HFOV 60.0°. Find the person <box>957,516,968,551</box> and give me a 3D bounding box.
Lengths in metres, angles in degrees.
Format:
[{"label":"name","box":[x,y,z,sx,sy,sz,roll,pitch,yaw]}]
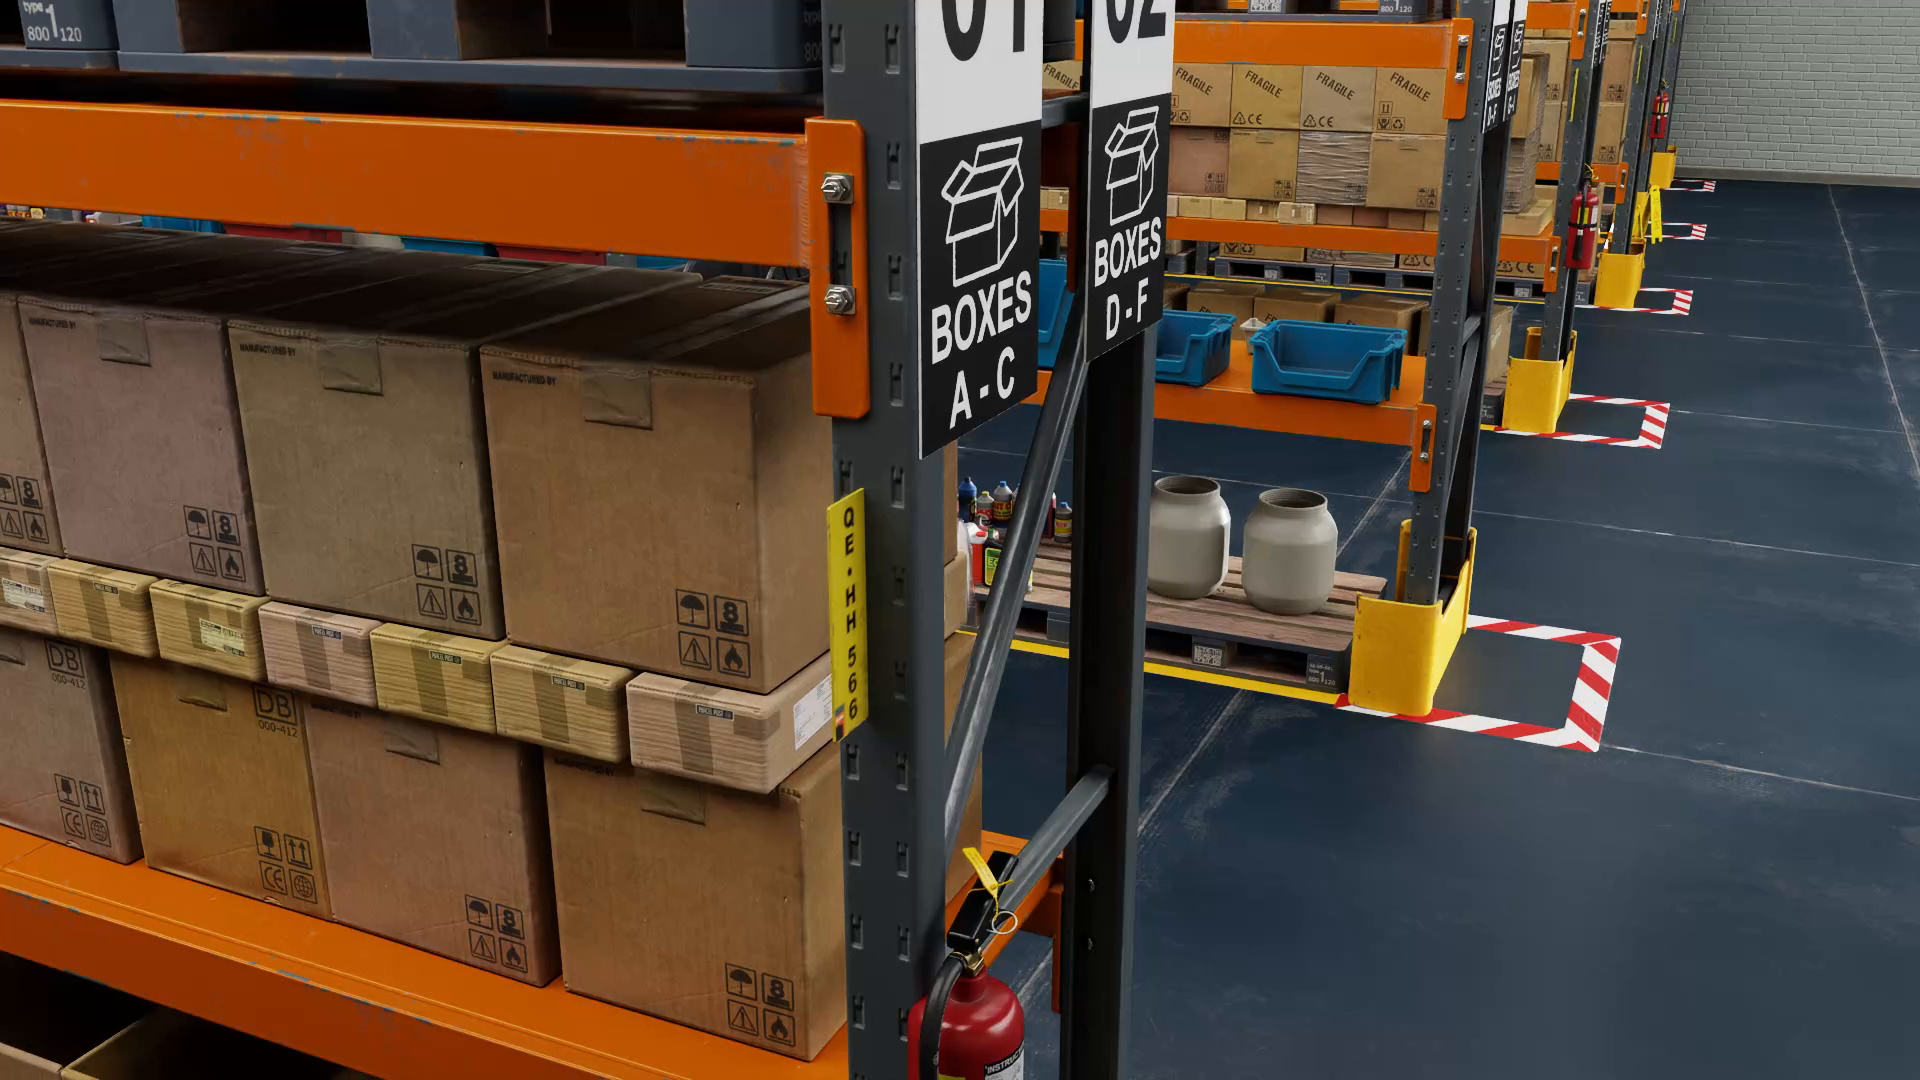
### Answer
[{"label":"person","box":[-0.458,0.213,7.008,0.967,1.051,0.515,7,20,20]}]
